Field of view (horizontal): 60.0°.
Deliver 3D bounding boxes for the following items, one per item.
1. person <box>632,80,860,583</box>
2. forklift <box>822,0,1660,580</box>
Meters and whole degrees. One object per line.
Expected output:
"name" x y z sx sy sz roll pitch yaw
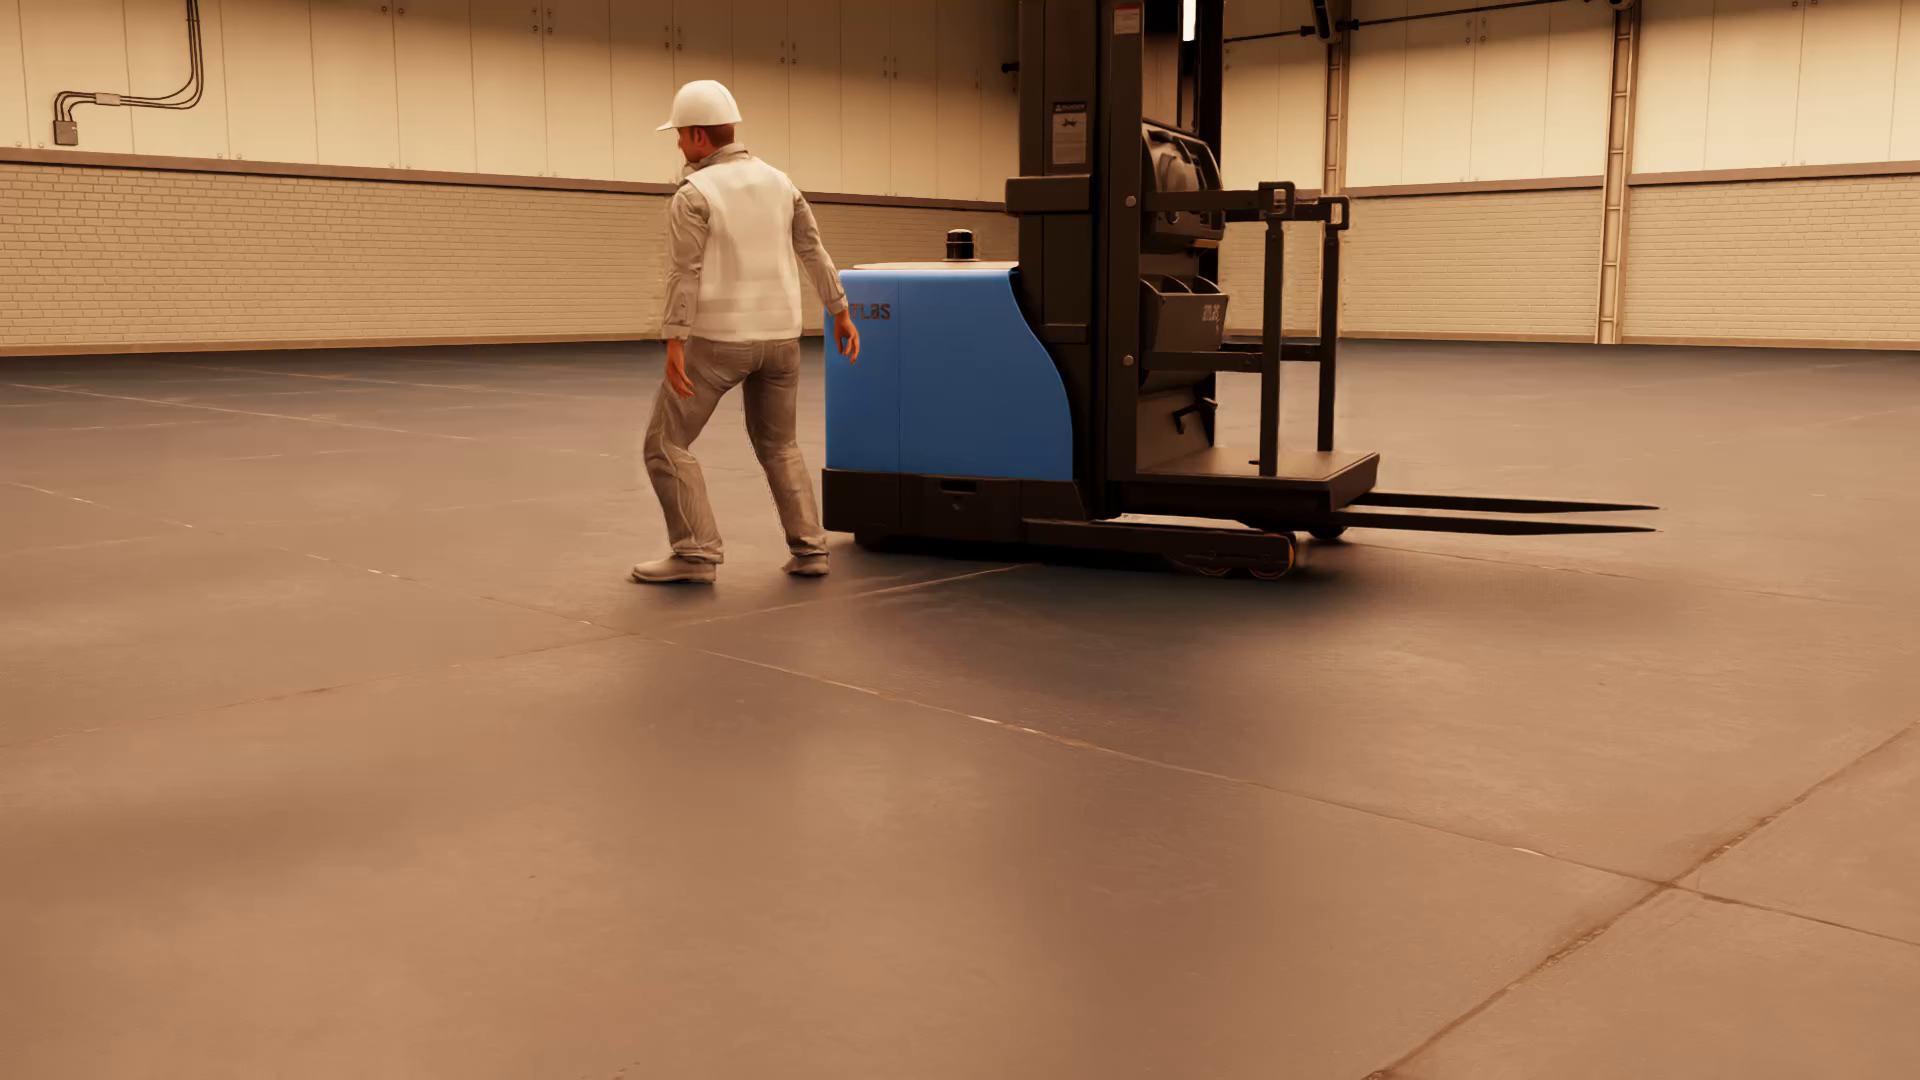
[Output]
"person" -0.734 -0.707 5.830 0.848 1.751 0.478 -7 11 -38
"forklift" 1.024 -1.398 6.161 3.031 2.935 1.130 4 9 23
